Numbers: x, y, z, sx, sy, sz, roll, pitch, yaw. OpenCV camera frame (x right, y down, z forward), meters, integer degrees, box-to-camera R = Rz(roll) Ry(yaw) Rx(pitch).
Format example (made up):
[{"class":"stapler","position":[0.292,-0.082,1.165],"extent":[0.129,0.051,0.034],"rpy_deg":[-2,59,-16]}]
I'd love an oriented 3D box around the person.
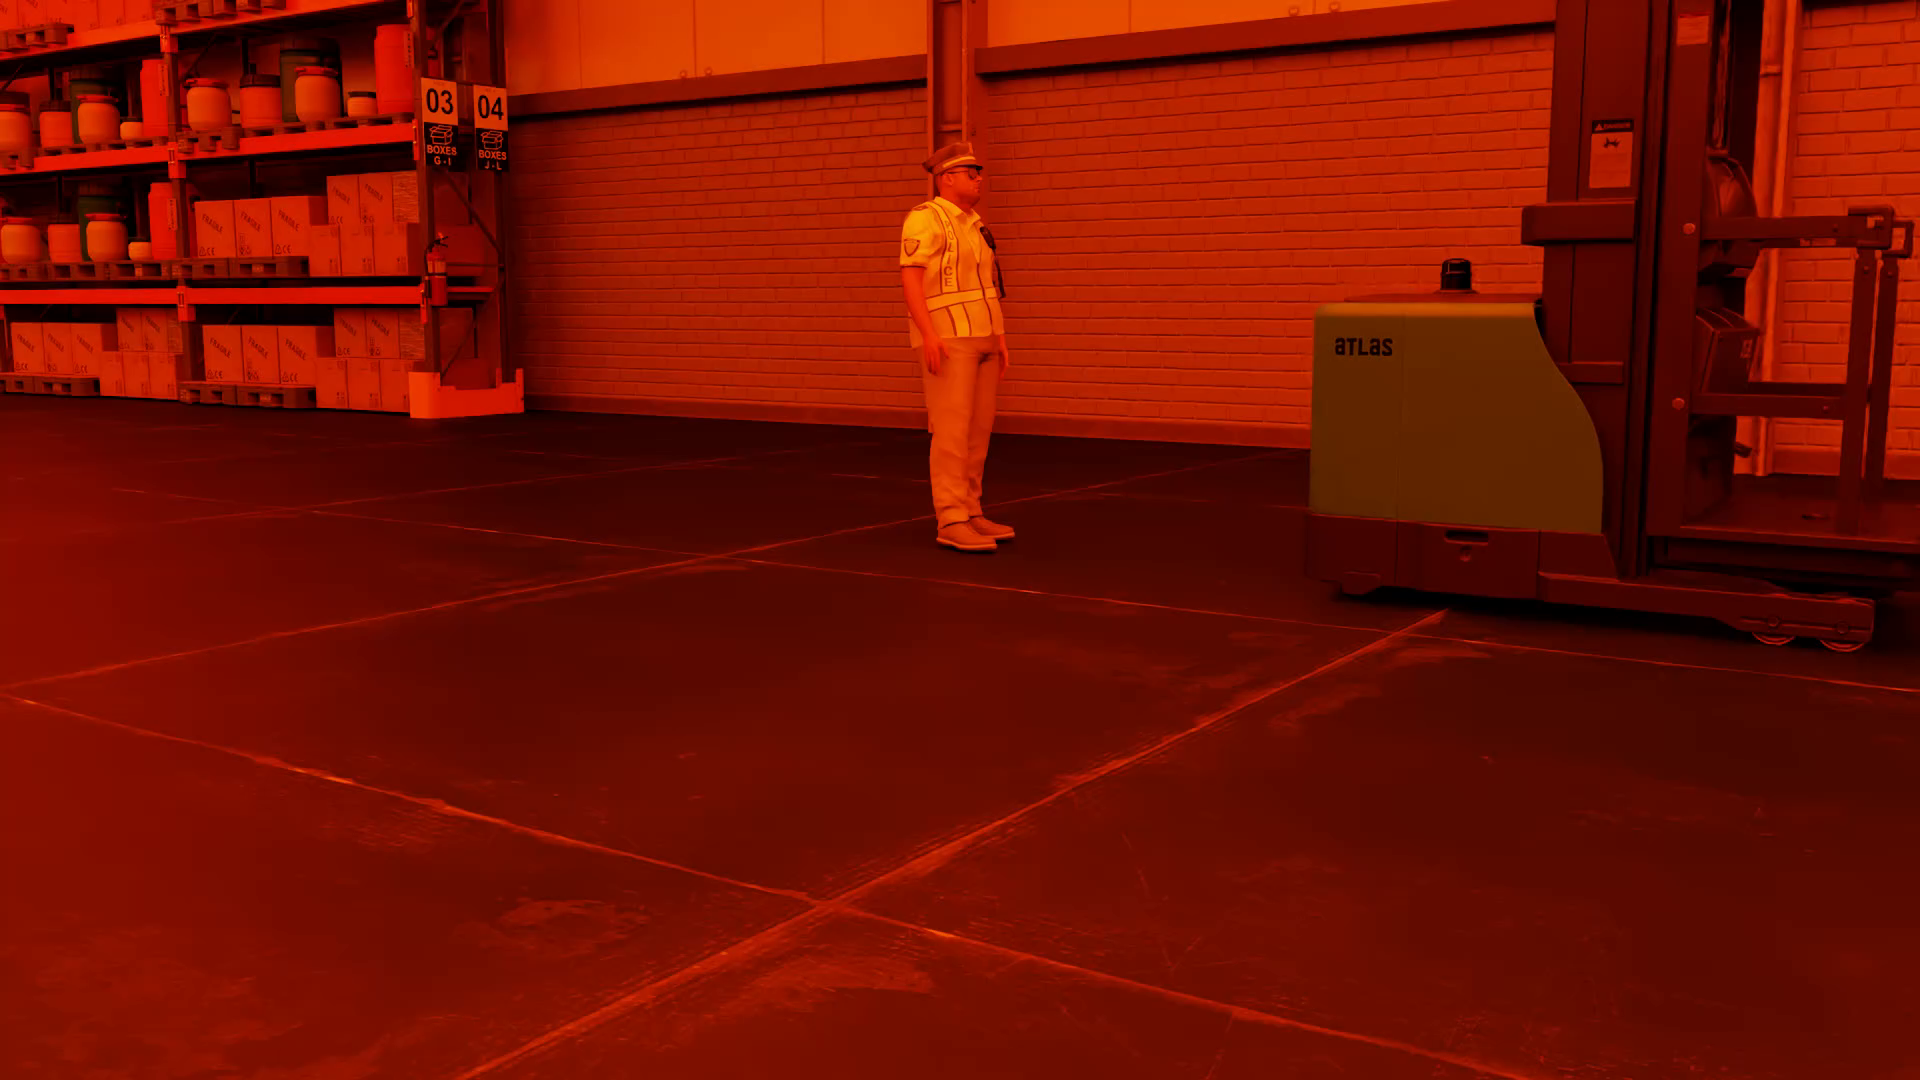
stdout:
[{"class":"person","position":[0.057,-0.880,7.424],"extent":[0.575,1.778,0.640],"rpy_deg":[5,10,34]}]

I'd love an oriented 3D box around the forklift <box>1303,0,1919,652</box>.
[{"class":"forklift","position":[2.786,-1.188,5.548],"extent":[3.031,2.935,1.130],"rpy_deg":[5,10,32]}]
